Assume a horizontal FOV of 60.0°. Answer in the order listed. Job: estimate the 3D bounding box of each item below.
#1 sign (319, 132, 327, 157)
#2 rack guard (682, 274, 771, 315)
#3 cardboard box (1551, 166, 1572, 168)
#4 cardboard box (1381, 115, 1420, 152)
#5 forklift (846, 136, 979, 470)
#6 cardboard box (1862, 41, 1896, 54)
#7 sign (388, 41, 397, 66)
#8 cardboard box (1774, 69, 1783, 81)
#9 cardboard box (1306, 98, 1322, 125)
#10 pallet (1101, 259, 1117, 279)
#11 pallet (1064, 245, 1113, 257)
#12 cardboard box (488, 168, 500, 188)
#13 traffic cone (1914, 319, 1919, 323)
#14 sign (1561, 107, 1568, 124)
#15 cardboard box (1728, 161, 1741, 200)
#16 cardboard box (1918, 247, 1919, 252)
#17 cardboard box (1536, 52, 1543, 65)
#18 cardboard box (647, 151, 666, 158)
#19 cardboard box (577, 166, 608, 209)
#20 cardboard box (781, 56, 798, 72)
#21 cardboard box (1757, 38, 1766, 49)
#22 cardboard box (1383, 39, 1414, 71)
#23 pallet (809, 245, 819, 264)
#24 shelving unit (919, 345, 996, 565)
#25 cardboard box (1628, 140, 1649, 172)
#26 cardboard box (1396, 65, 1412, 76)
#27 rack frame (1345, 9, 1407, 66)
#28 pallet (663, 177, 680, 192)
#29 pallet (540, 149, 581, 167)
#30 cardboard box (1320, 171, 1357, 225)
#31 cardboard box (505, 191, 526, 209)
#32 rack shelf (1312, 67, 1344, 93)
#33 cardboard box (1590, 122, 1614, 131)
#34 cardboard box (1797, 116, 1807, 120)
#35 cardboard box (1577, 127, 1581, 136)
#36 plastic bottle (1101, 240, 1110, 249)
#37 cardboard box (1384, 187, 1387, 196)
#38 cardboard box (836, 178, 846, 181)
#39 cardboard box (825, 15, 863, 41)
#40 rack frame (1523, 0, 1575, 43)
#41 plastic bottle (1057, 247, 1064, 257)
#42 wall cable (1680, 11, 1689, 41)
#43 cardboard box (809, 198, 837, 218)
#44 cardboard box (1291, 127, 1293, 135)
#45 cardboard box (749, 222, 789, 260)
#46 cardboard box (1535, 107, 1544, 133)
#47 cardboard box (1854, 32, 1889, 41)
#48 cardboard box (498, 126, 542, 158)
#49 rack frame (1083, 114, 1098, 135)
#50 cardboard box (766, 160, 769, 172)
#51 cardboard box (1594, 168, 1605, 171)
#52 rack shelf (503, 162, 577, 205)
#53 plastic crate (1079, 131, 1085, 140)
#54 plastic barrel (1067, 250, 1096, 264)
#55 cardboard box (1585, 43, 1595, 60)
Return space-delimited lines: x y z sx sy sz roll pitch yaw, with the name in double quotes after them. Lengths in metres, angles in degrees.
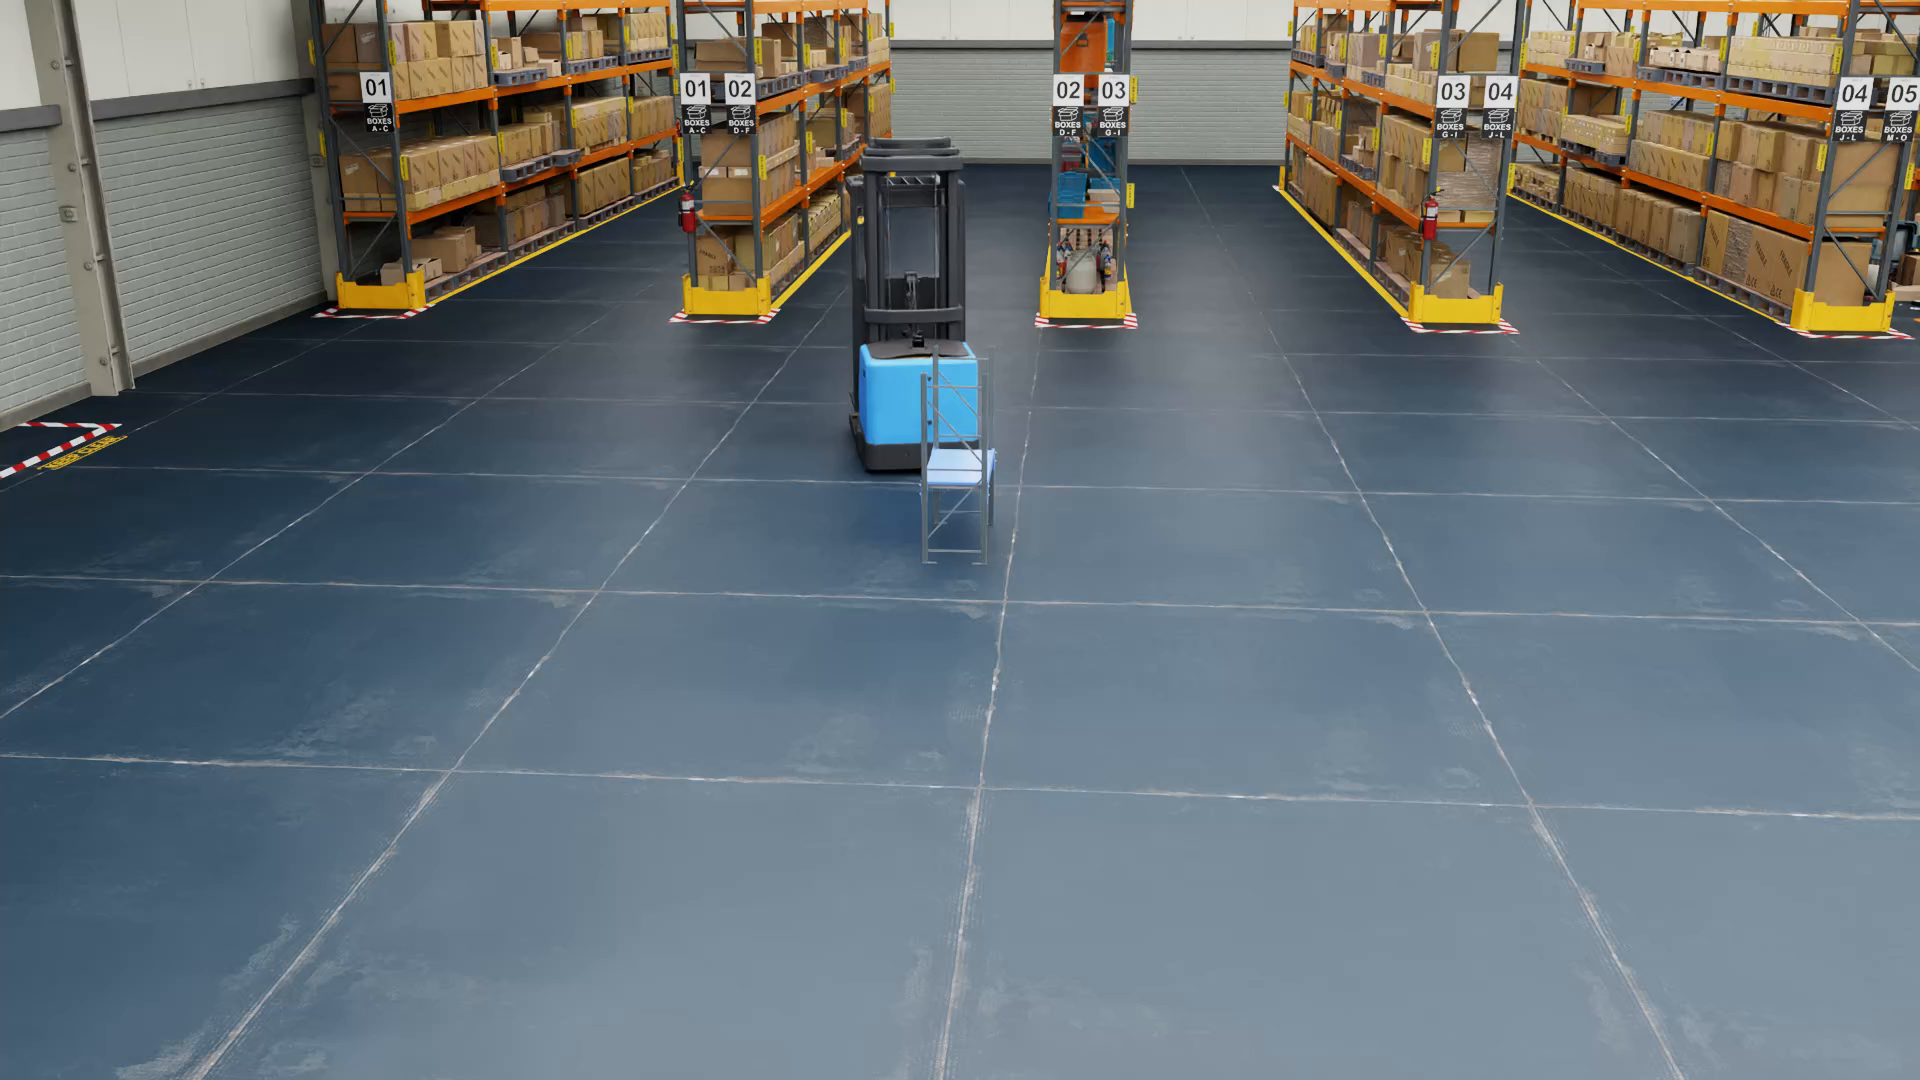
-8.712 -5.418 22.773 0.100 0.325 0.005 1 18 4 "sign"
-3.220 -3.394 22.978 1.175 0.500 0.348 1 18 4 "rack guard"
12.997 -7.992 35.944 0.380 0.149 0.250 1 18 3 "cardboard box"
6.663 -6.139 25.098 0.500 0.500 0.500 1 18 4 "cardboard box"
-0.523 -2.446 16.180 1.130 2.935 3.031 -2 18 -7 "forklift"
11.980 -6.411 21.641 0.380 0.149 0.250 1 18 3 "cardboard box"
-7.619 -6.527 22.306 0.100 0.325 0.005 1 18 4 "sign"
11.398 -6.363 22.775 0.380 0.149 0.250 2 18 5 "cardboard box"
7.288 -8.669 33.622 0.500 0.500 0.500 2 18 5 "cardboard box"
1.919 -4.187 25.863 1.003 0.211 1.213 1 18 4 "pallet"
2.026 -4.640 27.243 1.003 0.211 1.213 1 18 4 "pallet"
-7.605 -5.725 26.288 0.500 0.250 0.500 1 18 4 "cardboard box"
13.056 -3.153 22.301 0.336 0.463 0.334 1 18 4 "traffic cone"
11.920 -8.373 32.769 0.100 0.325 0.005 1 18 4 "sign"
11.857 -5.252 24.394 0.875 0.550 0.550 1 18 4 "cardboard box"
15.056 -4.591 25.414 0.500 0.500 0.500 1 18 4 "cardboard box"
12.396 -10.091 34.825 0.500 0.250 0.500 1 18 2 "cardboard box"
-6.808 -8.645 37.287 0.380 0.149 0.250 2 18 5 "cardboard box"
-7.334 -6.859 32.316 0.750 0.750 0.750 1 18 4 "cardboard box"
-2.878 -7.577 26.477 0.500 0.250 0.500 3 18 10 "cardboard box"
11.452 -6.977 23.370 0.380 0.149 0.250 1 18 5 "cardboard box"
7.148 -7.720 26.508 0.797 0.503 0.637 2 18 6 "cardboard box"
-2.918 -4.736 27.538 1.003 0.211 1.213 1 18 4 "pallet"
-0.006 -0.686 13.109 0.538 1.500 1.048 1 18 4 "shelving unit"
11.874 -6.624 28.660 0.500 0.500 0.500 1 18 5 "cardboard box"
6.626 -6.891 24.418 0.380 0.149 0.250 1 18 4 "cardboard box"
7.235 -9.703 28.582 1.000 3.000 0.127 1 18 4 "rack frame"
-6.992 -8.093 37.782 1.003 0.211 1.213 1 18 4 "pallet"
-7.531 -6.869 29.876 1.213 0.211 1.003 1 18 4 "pallet"
7.306 -6.255 30.434 1.225 0.875 0.875 0 18 1 "cardboard box"
-7.775 -5.846 28.551 0.500 0.250 0.500 1 18 2 "cardboard box"
7.379 -8.556 31.057 1.077 0.370 4.000 1 18 4 "rack shelf"
11.848 -7.636 30.685 0.380 0.149 0.250 2 18 7 "cardboard box"
17.210 -8.706 33.407 0.500 0.500 0.500 1 18 3 "cardboard box"
11.905 -7.736 31.466 0.380 0.149 0.250 2 18 6 "cardboard box"
2.250 -4.464 25.776 0.144 0.351 0.185 1 18 2 "plastic bottle"
6.612 -5.274 25.106 0.380 0.149 0.250 1 18 4 "cardboard box"
-2.188 -6.869 32.876 0.500 0.500 0.500 2 18 5 "cardboard box"
-2.362 -10.416 33.811 0.700 0.500 0.500 1 18 4 "cardboard box"
12.749 -12.045 35.731 1.000 3.000 0.127 1 18 4 "rack frame"
1.493 -4.238 25.087 0.144 0.351 0.185 1 18 3 "plastic bottle"
17.820 -13.739 40.900 0.463 3.000 0.029 1 18 4 "wall cable"
-2.468 -5.904 29.464 0.500 0.311 0.500 1 18 3 "cardboard box"
7.402 -8.874 36.091 0.380 0.149 0.250 1 18 3 "cardboard box"
-2.848 -4.466 24.772 0.500 0.500 0.500 1 18 4 "cardboard box"
12.350 -8.773 34.740 0.500 0.500 0.500 1 18 2 "cardboard box"
17.054 -9.278 31.269 0.500 0.500 0.500 1 18 3 "cardboard box"
-7.677 -6.906 28.816 0.700 0.500 0.500 1 18 4 "cardboard box"
2.582 -8.205 33.645 1.000 3.000 0.127 1 18 4 "rack frame"
-2.920 -5.300 23.578 0.380 0.149 0.250 1 18 3 "cardboard box"
12.661 -7.083 32.358 0.500 0.250 0.500 1 18 2 "cardboard box"
-7.730 -6.220 28.745 1.077 0.370 4.000 1 18 4 "rack shelf"
2.394 -8.456 34.758 0.437 0.125 0.590 1 18 4 "plastic crate"
1.729 -3.857 23.697 0.421 0.512 0.421 0 18 0 "plastic barrel"
12.190 -9.266 31.535 0.500 0.311 0.500 1 18 3 "cardboard box"
